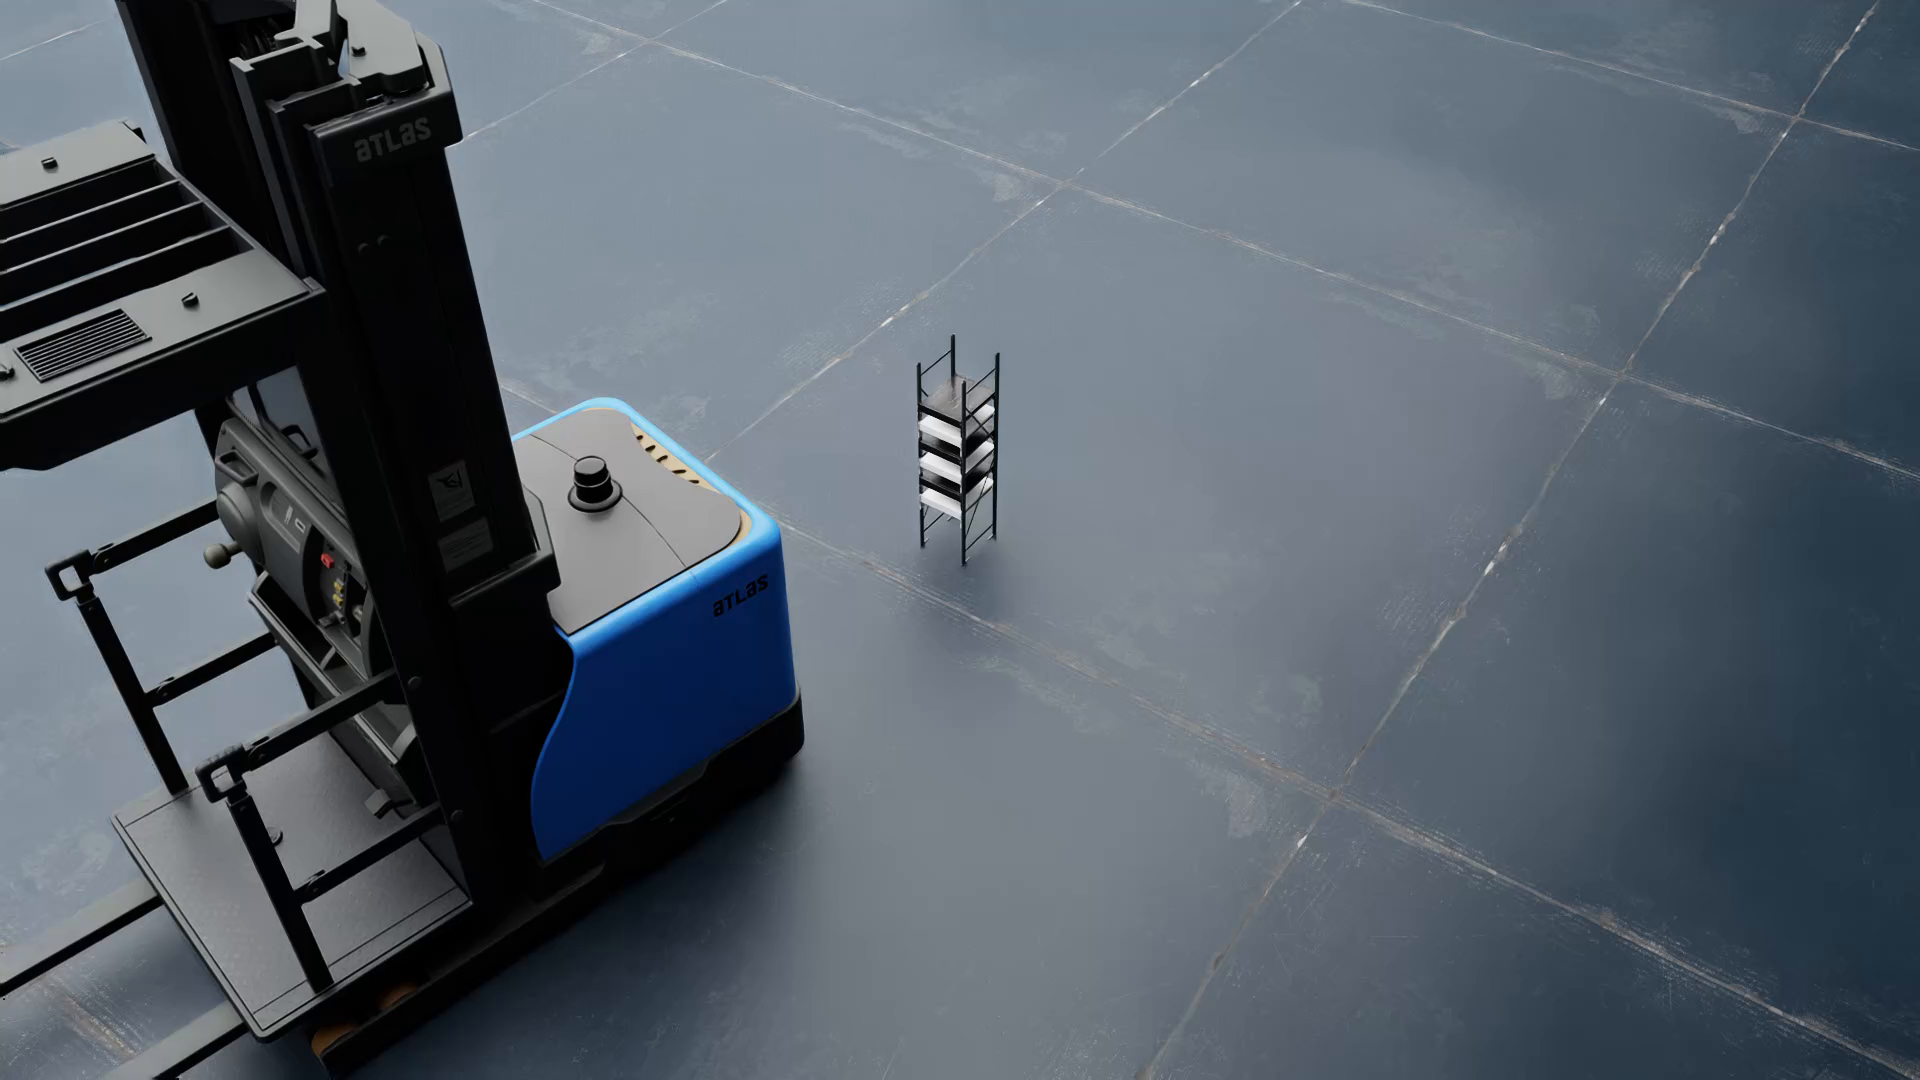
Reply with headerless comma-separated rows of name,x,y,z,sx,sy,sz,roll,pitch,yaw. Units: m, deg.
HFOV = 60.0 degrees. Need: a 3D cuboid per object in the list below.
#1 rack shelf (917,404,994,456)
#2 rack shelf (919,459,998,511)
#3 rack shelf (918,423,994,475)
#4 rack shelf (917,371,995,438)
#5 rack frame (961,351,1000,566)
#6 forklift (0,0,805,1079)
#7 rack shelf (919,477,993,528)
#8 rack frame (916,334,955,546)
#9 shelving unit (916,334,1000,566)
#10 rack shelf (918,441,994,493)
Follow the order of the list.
rack shelf,-0.007,-0.448,6.356,0.200,0.077,0.258,25,48,25
rack shelf,-0.007,-0.247,6.536,0.200,0.077,0.258,25,48,25
rack shelf,-0.007,-0.381,6.416,0.200,0.077,0.258,25,48,25
rack shelf,-0.007,-0.515,6.296,0.200,0.077,0.258,25,48,25
rack frame,0.077,-0.300,6.410,0.006,0.900,0.240,25,48,25
forklift,-1.973,0.093,4.448,3.031,2.935,1.130,-32,51,-30
rack shelf,-0.007,-0.179,6.596,0.200,0.077,0.258,25,48,25
rack frame,-0.090,-0.377,6.497,0.006,0.900,0.240,25,48,25
shelving unit,-0.007,-0.338,6.453,0.210,0.900,0.258,25,48,25
rack shelf,-0.007,-0.314,6.476,0.200,0.077,0.258,25,48,25
